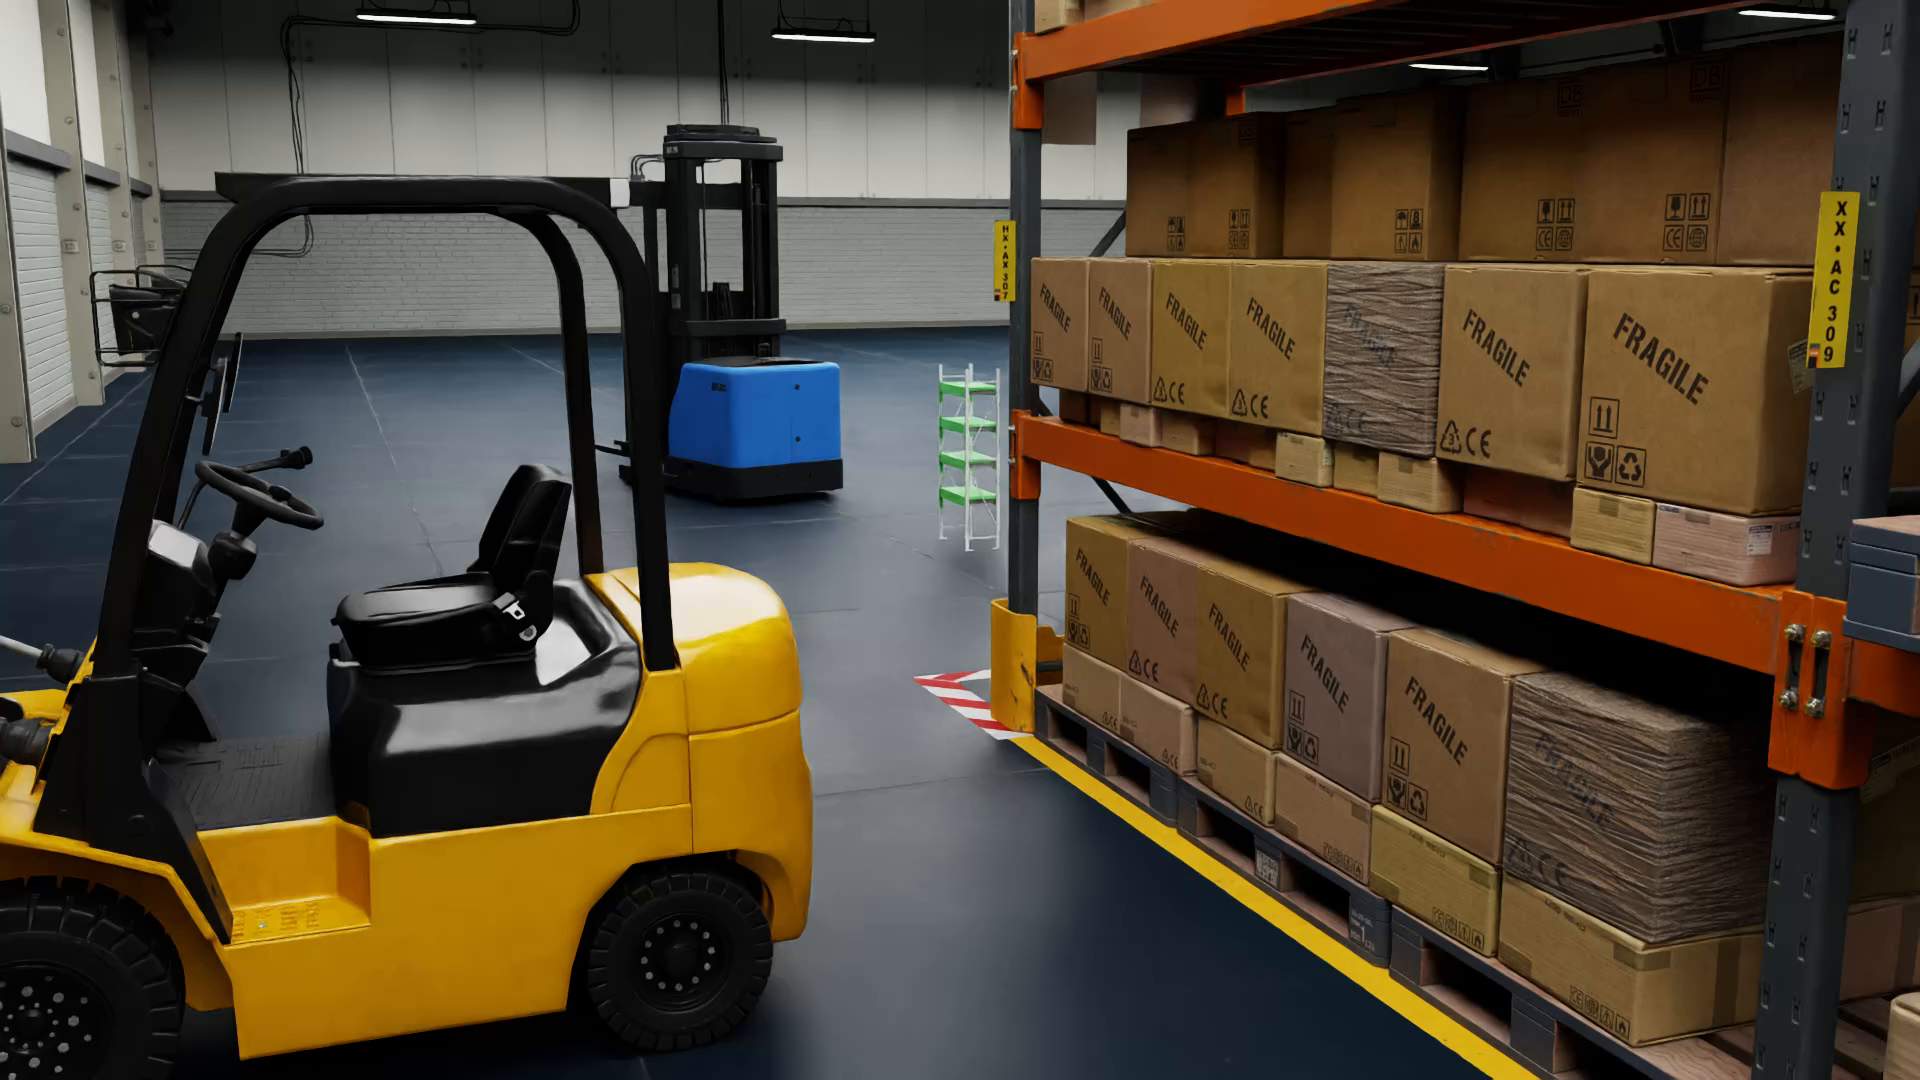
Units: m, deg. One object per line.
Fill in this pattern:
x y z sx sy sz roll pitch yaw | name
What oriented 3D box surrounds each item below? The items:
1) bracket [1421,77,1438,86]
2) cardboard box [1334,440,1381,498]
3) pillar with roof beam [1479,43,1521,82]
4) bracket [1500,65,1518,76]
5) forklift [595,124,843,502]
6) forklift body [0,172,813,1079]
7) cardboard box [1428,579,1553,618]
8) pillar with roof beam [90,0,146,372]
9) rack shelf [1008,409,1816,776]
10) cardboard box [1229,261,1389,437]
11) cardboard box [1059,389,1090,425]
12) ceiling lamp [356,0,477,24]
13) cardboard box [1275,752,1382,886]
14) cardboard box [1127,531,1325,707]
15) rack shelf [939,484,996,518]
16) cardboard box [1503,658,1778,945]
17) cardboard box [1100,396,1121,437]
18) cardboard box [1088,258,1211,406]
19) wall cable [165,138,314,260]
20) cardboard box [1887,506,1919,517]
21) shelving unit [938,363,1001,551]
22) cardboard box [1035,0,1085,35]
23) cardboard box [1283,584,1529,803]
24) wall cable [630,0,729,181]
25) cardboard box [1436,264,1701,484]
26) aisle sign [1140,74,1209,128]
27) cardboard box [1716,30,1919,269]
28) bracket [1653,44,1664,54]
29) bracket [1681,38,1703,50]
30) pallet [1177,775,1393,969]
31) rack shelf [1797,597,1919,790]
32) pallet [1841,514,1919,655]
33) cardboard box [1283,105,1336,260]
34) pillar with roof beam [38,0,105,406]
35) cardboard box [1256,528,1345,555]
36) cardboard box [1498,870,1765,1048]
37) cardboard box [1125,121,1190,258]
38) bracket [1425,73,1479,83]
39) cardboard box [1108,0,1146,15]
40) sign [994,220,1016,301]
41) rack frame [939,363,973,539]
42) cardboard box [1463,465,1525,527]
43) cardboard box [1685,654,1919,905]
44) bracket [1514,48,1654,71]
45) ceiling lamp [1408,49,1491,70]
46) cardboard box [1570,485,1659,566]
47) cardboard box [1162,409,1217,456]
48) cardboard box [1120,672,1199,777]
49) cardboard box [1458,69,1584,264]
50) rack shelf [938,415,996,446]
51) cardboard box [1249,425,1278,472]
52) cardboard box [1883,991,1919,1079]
12.627 -12.316 44.685 0.235 0.232 0.430 -4 11 -21 | bracket
1.305 -0.215 4.778 0.380 0.149 0.250 -4 11 -22 | cardboard box
9.955 -9.839 41.035 9.100 9.000 0.548 -4 11 -21 | pillar with roof beam
13.787 -11.794 41.749 0.235 0.232 0.430 -4 11 -21 | bracket
-2.244 -1.943 13.973 1.130 2.935 3.031 -8 13 -37 | forklift
-1.545 0.179 4.275 2.313 2.155 1.214 -4 11 -21 | forklift body
1.789 0.397 5.133 0.500 0.500 0.500 -3 11 -18 | cardboard box
-9.205 -7.407 27.363 9.100 9.000 0.548 -4 11 -21 | pillar with roof beam
1.417 -0.068 5.292 1.077 0.370 4.000 -4 11 -21 | rack shelf
1.174 -0.600 5.091 0.500 0.500 0.500 -4 11 -22 | cardboard box
0.623 -0.556 6.701 0.380 0.149 0.250 -4 11 -21 | cardboard box
-9.565 -10.657 28.970 2.000 3.185 0.800 -4 11 -21 | ceiling lamp
1.295 0.802 4.998 0.500 0.250 0.500 -4 11 -20 | cardboard box
0.930 0.267 5.864 0.500 0.500 0.500 -4 11 -23 | cardboard box
0.060 -0.265 11.216 0.258 0.148 0.480 -4 11 -21 | rack shelf
1.677 0.602 3.979 0.500 0.500 0.500 -4 11 -22 | cardboard box
0.748 -0.468 6.202 0.380 0.149 0.250 -4 11 -23 | cardboard box
0.796 -0.765 6.022 0.500 0.500 0.500 -4 11 -19 | cardboard box
-15.227 -7.149 34.780 3.097 2.526 0.112 -4 11 -21 | wall cable
2.327 -0.044 3.819 0.380 0.149 0.250 -4 11 -21 | cardboard box
0.060 -0.564 11.163 0.258 1.200 0.503 -4 11 -21 | shelving unit
0.510 -2.027 6.403 0.380 0.149 0.250 -4 11 -21 | cardboard box
1.306 0.436 4.913 0.500 0.500 0.500 -3 11 -18 | cardboard box
-6.373 -10.952 37.583 2.305 6.003 0.169 -4 11 -21 | wall cable
1.556 -0.432 4.148 0.500 0.500 0.500 -4 11 -19 | cardboard box
0.940 -2.057 6.997 0.394 0.787 0.004 -4 11 -21 | aisle sign
2.185 -0.869 3.752 0.700 0.500 0.500 -4 11 -21 | cardboard box
15.661 -10.950 37.004 0.235 0.232 0.430 -4 11 -21 | bracket
15.961 -10.814 36.243 0.235 0.232 0.430 -4 11 -21 | bracket
1.420 0.970 5.363 1.003 0.211 1.213 -4 11 -21 | pallet
2.867 0.585 1.622 1.077 0.370 4.000 -4 11 -21 | rack shelf
2.283 0.133 2.657 1.003 0.211 1.213 -4 11 -21 | pallet
1.538 -1.207 5.653 0.700 0.500 0.500 -4 11 -22 | cardboard box
-7.031 -6.427 21.857 9.100 9.000 0.400 -4 11 -21 | pillar with roof beam
1.418 0.228 6.083 0.500 0.500 0.500 -3 11 -19 | cardboard box
1.677 0.972 4.044 0.500 0.250 0.500 -3 11 -18 | cardboard box
1.081 -1.367 6.551 0.700 0.500 0.500 -4 11 -22 | cardboard box
12.841 -12.220 44.143 0.076 0.066 3.189 -4 11 -21 | bracket
0.753 -1.945 5.939 0.380 0.149 0.250 -4 11 -19 | cardboard box
0.187 -1.140 6.795 0.100 0.325 0.005 -4 11 -21 | sign
-0.028 -0.604 11.387 0.240 1.200 0.015 -4 11 -21 | rack frame
1.546 -0.135 4.329 0.380 0.149 0.250 -4 11 -22 | cardboard box
2.180 0.569 4.170 0.500 0.500 0.500 -3 11 -18 | cardboard box
14.721 -11.373 39.384 0.076 0.066 4.783 -4 11 -21 | bracket
10.744 -12.040 36.745 2.000 3.185 0.800 -4 11 -21 | ceiling lamp
1.645 -0.046 3.828 0.380 0.149 0.250 -4 11 -20 | cardboard box
0.922 -0.383 5.727 0.380 0.149 0.250 -4 11 -19 | cardboard box
0.905 0.631 5.958 0.500 0.250 0.500 -3 11 -19 | cardboard box
1.863 -1.038 4.699 0.700 0.500 0.500 -4 11 -22 | cardboard box
0.060 -0.737 11.132 0.258 0.148 0.480 -4 11 -21 | rack shelf
1.142 -0.299 5.253 0.380 0.149 0.250 -4 11 -22 | cardboard box
2.334 1.077 3.107 0.950 0.372 0.625 -4 11 -20 | cardboard box
